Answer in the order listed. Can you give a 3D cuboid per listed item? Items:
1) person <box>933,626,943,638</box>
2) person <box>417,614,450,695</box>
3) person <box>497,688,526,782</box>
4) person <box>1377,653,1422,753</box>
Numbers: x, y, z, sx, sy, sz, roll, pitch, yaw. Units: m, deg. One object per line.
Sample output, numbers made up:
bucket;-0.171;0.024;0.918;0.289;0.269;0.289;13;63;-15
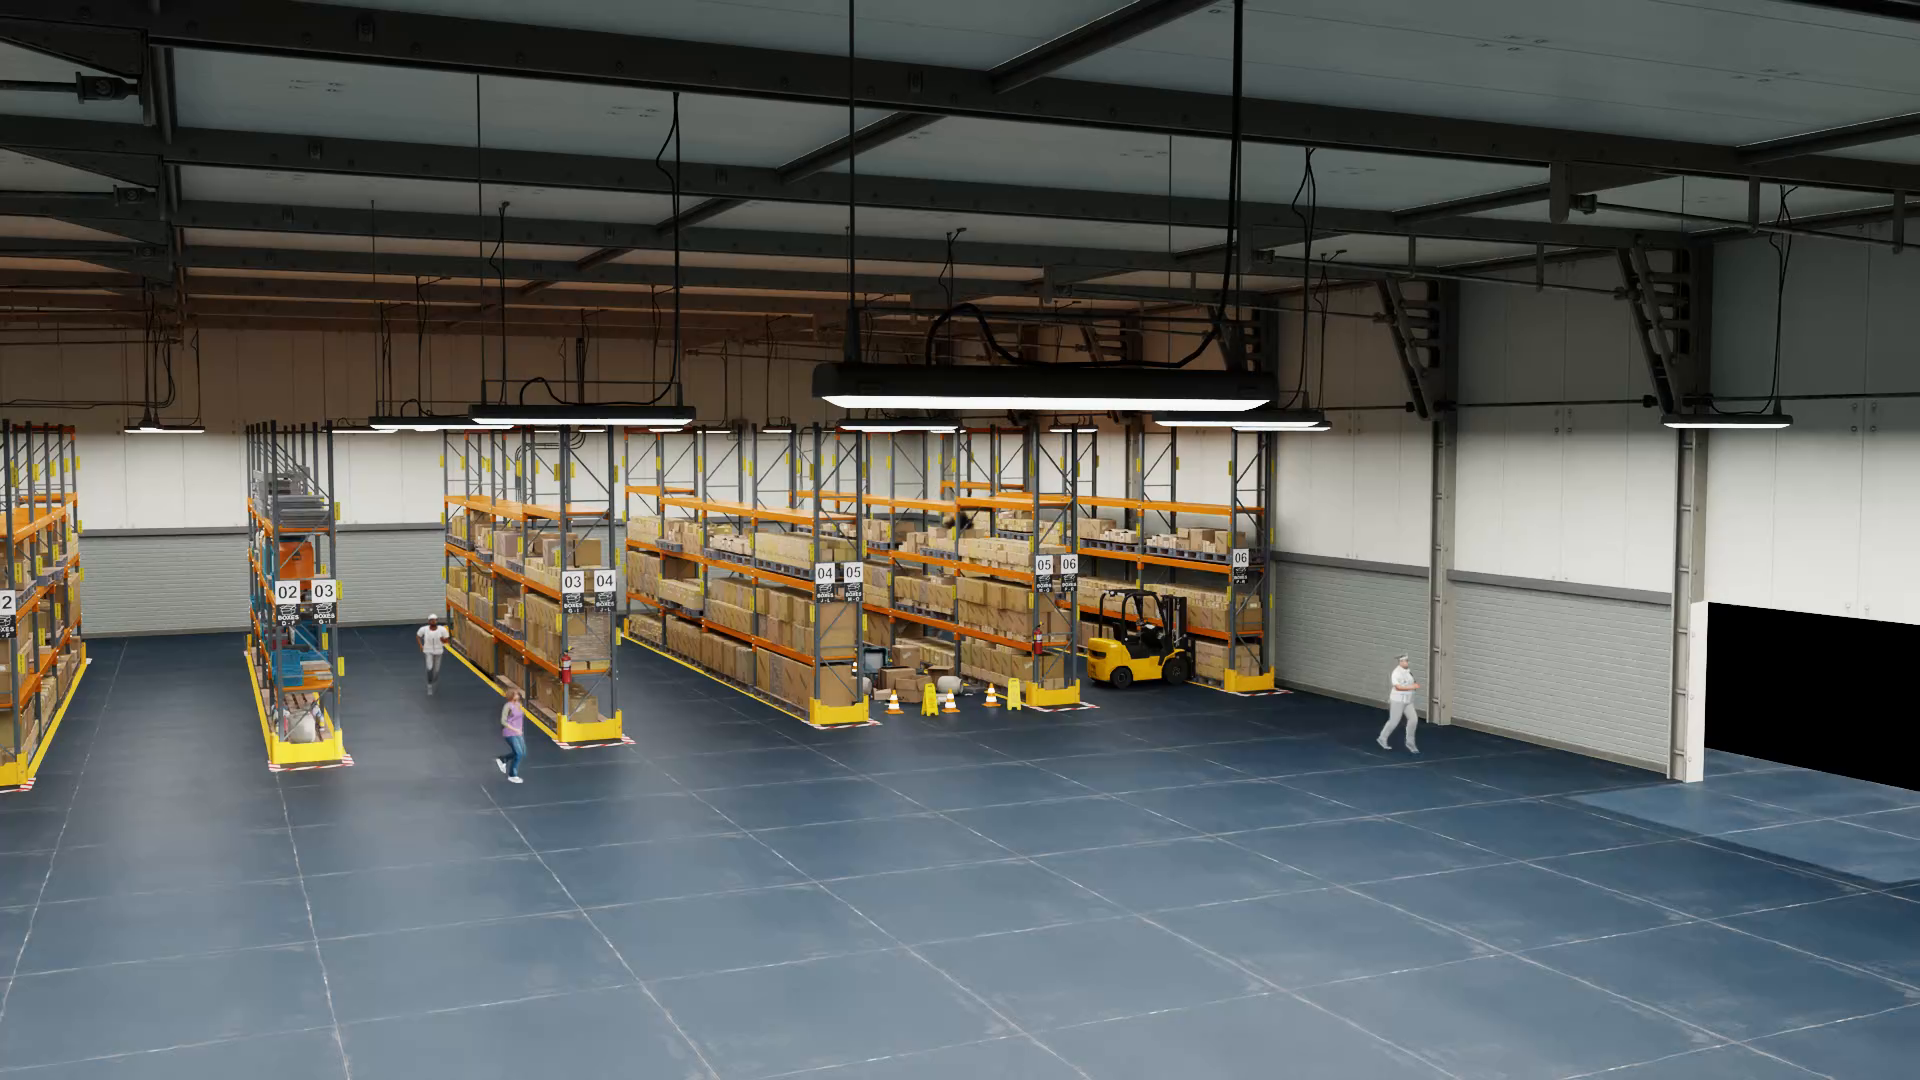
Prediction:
person;-0.586;2.000;46.726;0.599;1.631;0.606;-2;4;-30
person;-11.722;2.548;37.062;0.677;1.820;0.778;-2;4;-26
person;-7.454;3.231;27.567;0.576;1.564;0.565;1;4;14
person;7.980;2.957;30.127;0.832;1.863;0.652;3;5;42
